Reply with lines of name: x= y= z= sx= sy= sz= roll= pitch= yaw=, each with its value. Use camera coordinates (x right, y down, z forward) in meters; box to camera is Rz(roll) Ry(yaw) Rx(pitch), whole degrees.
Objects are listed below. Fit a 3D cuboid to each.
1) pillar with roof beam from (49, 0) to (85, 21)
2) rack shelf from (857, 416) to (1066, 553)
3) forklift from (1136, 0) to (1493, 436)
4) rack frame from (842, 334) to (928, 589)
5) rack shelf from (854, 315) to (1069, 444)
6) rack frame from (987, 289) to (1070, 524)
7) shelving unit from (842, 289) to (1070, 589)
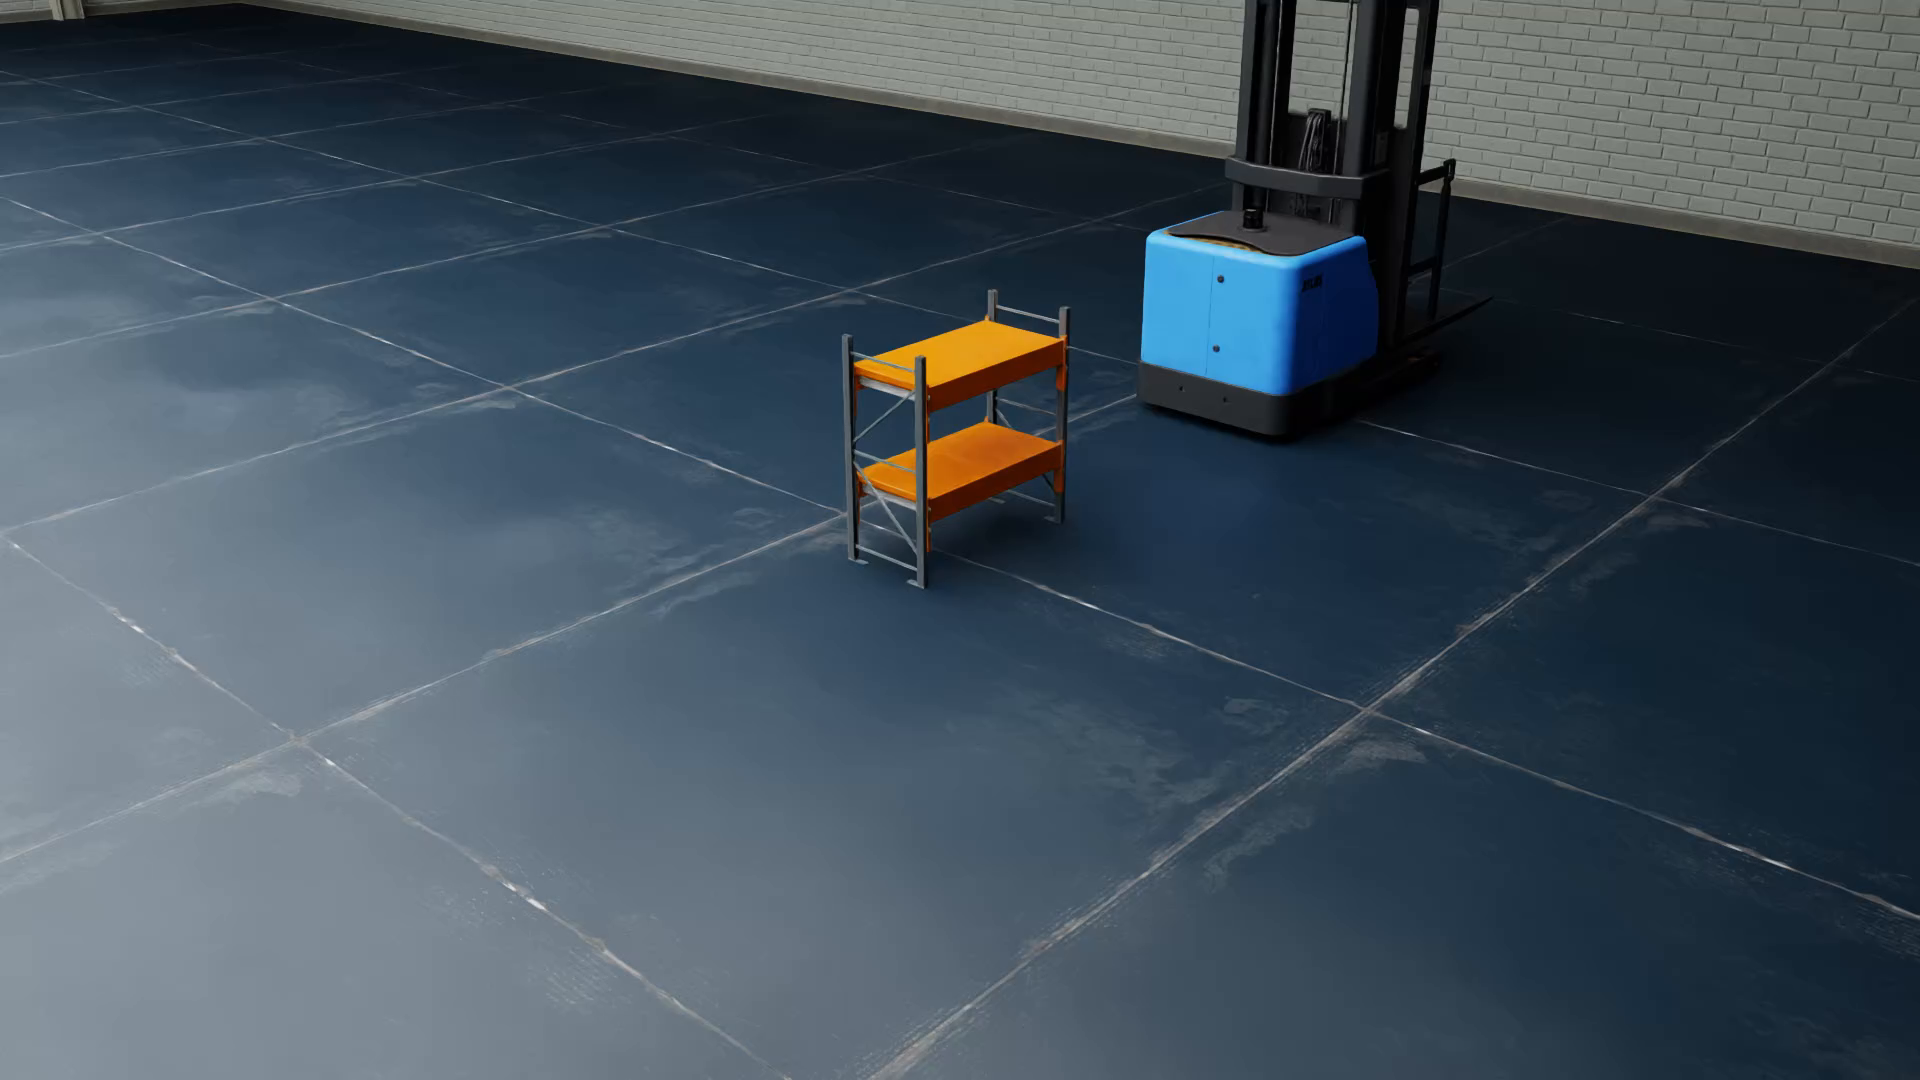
pillar with roof beam: x=-11.491 y=-11.531 z=22.969 sx=9.100 sy=9.000 sz=0.400 roll=20 pitch=31 yaw=38
rack shelf: x=-0.005 y=-0.288 z=8.115 sx=0.538 sy=0.278 sz=1.000 roll=20 pitch=31 yaw=38
forklift: x=2.416 y=-2.446 z=10.123 sx=1.130 sy=2.935 sz=3.031 roll=20 pitch=31 yaw=37
rack frame: x=-0.344 y=-0.356 z=7.670 sx=0.500 sy=1.125 sz=0.032 roll=20 pitch=31 yaw=38
rack shelf: x=-0.005 y=-0.778 z=7.896 sx=0.538 sy=0.278 sz=1.000 roll=20 pitch=31 yaw=38
rack frame: x=0.335 y=-0.666 z=8.361 sx=0.500 sy=1.125 sz=0.032 roll=20 pitch=31 yaw=38
shelving unit: x=-0.005 y=-0.511 z=8.015 sx=0.538 sy=1.125 sz=1.048 roll=20 pitch=31 yaw=38
